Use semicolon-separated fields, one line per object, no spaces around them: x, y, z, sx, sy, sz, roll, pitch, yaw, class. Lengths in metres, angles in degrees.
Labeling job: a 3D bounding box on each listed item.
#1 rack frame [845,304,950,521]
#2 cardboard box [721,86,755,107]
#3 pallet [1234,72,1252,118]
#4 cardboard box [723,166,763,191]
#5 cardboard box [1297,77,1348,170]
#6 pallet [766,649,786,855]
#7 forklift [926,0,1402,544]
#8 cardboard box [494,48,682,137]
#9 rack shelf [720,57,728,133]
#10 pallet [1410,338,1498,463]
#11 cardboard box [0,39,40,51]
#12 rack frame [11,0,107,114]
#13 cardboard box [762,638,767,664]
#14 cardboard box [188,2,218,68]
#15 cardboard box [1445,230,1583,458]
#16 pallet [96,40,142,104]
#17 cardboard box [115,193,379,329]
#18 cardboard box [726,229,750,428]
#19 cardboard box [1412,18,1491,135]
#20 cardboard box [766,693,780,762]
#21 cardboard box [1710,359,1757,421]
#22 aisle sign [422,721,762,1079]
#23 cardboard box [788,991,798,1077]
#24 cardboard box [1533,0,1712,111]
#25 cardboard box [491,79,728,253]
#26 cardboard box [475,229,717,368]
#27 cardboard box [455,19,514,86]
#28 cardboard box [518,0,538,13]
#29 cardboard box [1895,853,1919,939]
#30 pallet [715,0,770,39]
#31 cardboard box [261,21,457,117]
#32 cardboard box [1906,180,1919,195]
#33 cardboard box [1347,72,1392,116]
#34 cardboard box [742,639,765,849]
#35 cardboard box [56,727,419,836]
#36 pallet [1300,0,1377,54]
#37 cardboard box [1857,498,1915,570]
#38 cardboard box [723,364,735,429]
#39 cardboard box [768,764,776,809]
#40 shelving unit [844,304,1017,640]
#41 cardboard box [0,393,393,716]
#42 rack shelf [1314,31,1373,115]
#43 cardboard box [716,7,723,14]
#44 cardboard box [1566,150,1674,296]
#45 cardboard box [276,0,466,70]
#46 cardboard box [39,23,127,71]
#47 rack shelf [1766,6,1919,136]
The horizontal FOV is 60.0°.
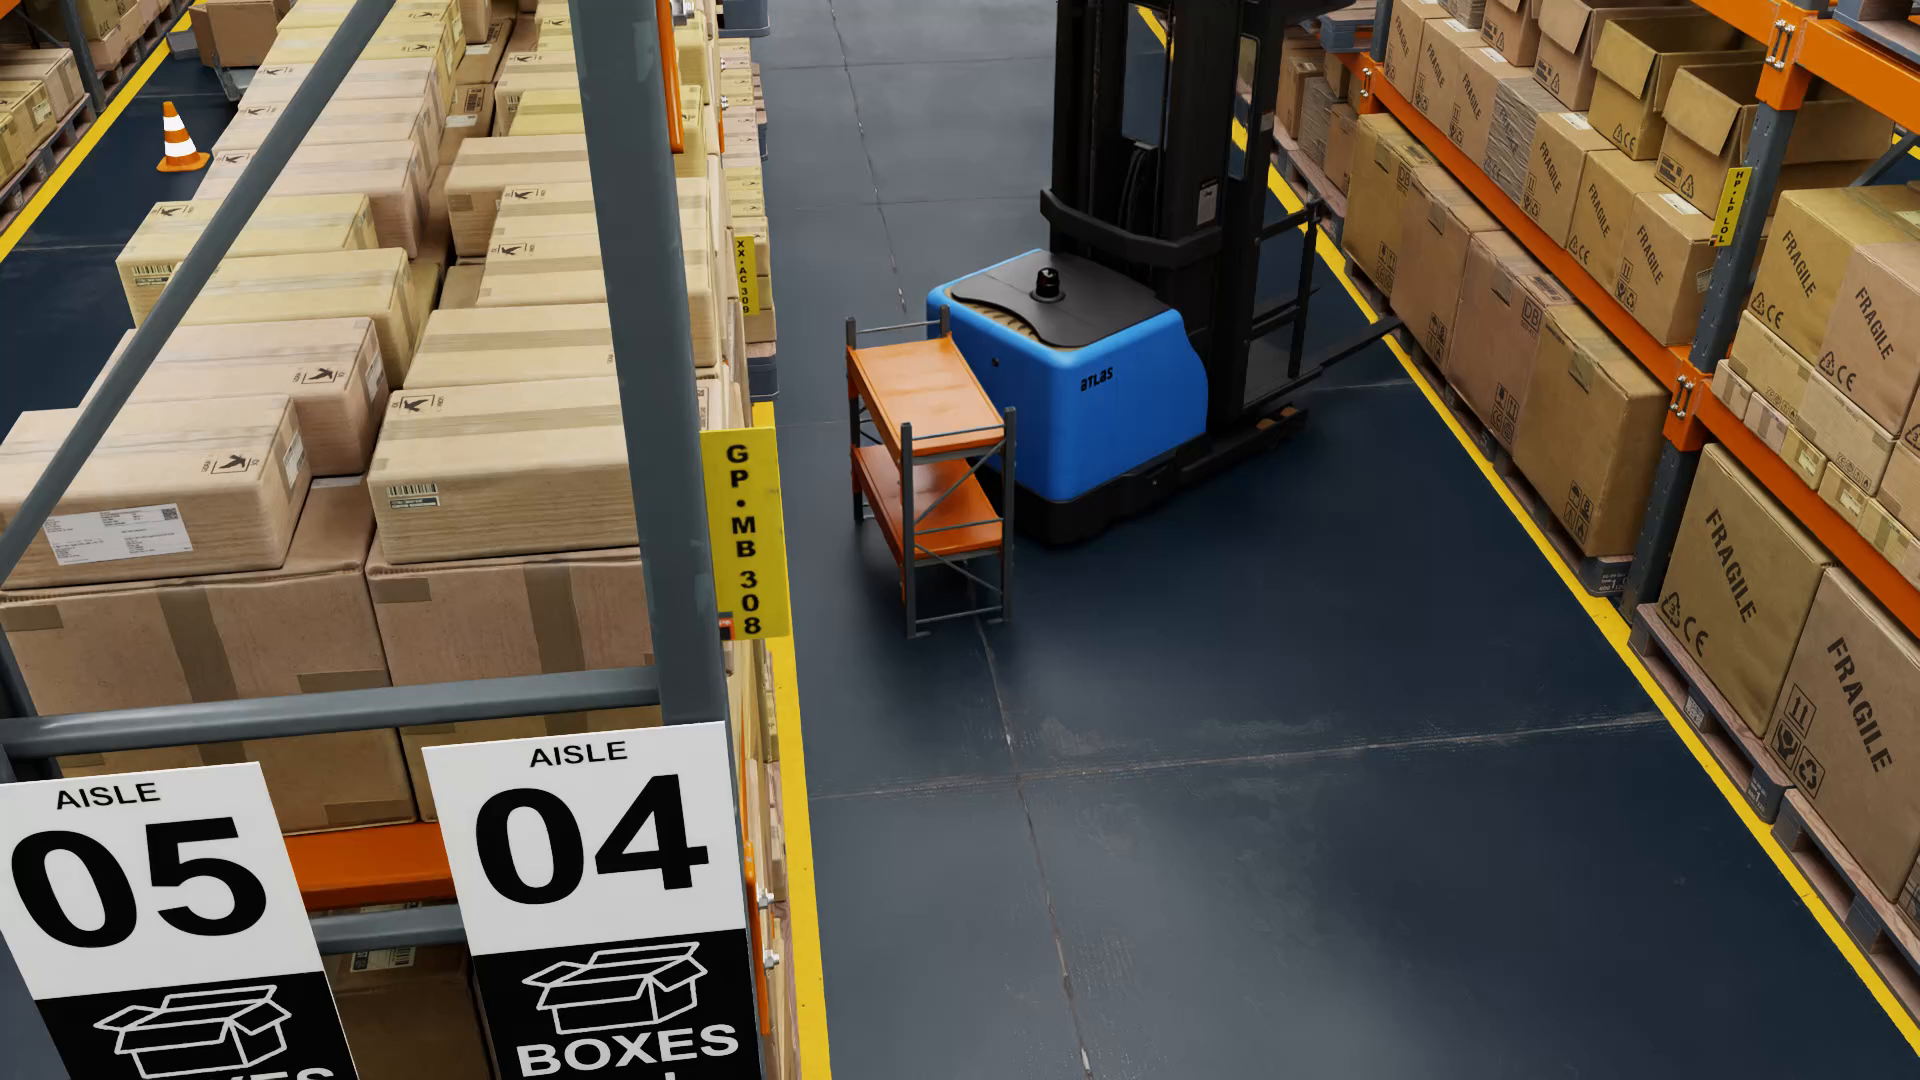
-0.293;-0.607;8.142;0.500;1.125;0.032;-9;35;-13;rack frame
-1.167;-2.034;7.893;0.380;0.149;0.250;-3;34;-5;cardboard box
2.604;-3.789;13.623;1.003;0.211;1.213;-4;35;-6;pallet
-1.027;-1.461;7.052;0.380;0.149;0.250;-4;34;-6;cardboard box
2.838;-2.974;11.779;0.700;0.500;0.500;-7;35;-10;cardboard box
-1.229;0.932;6.695;1.003;0.211;1.213;-4;35;-6;pallet
1.255;-1.895;8.428;3.031;2.935;1.130;-27;42;-33;forklift
-0.814;-0.976;3.690;0.380;0.149;0.250;-3;34;-5;cardboard box
-1.624;-2.651;7.451;1.077;0.370;4.000;-4;35;-6;rack shelf
3.228;-0.867;9.334;1.003;0.211;1.213;-4;35;-6;pallet
-7.668;-3.972;13.484;0.500;0.250;0.500;-3;34;-4;cardboard box
-7.322;-4.625;12.374;1.000;3.000;0.127;-4;35;-6;rack frame
-0.876;0.059;5.146;0.500;0.500;0.500;-5;35;-7;cardboard box
-6.118;-4.294;14.106;0.500;0.500;0.500;20;39;26;cardboard box
3.347;-1.061;8.658;1.225;0.875;0.875;-6;35;-8;cardboard box
-7.448;-3.845;13.705;1.003;0.211;1.213;-4;35;-6;pallet
-1.267;-0.500;2.992;0.380;0.149;0.250;-4;34;-6;cardboard box
-0.949;-0.640;5.285;0.500;0.500;0.500;-5;35;-8;cardboard box
2.903;-2.606;9.321;0.500;0.500;0.500;-5;35;-8;cardboard box
-0.895;0.739;6.396;0.380;0.149;0.250;-6;35;-8;cardboard box
3.284;-0.618;6.716;0.380;0.149;0.250;-4;35;-6;cardboard box
-0.510;0.583;2.422;0.394;0.787;0.004;-4;35;-6;aisle sign
-0.728;1.618;5.371;0.380;0.149;0.250;-6;35;-9;cardboard box
3.300;-2.453;8.206;0.797;0.503;0.637;-3;34;-5;cardboard box
-0.815;-0.865;3.882;0.500;0.250;0.500;-6;35;-8;cardboard box
-0.615;-0.408;2.856;0.380;0.149;0.250;-4;35;-6;cardboard box
-1.412;-1.130;4.270;0.500;0.250;0.500;-4;34;-6;cardboard box
-1.003;-1.552;4.536;0.380;0.149;0.250;-3;34;-5;cardboard box
3.824;1.166;5.389;0.875;0.875;0.875;-4;35;-6;cardboard box
-1.332;-2.107;6.181;1.213;0.211;1.003;-4;35;-6;pallet
-1.378;-1.079;3.841;0.380;0.149;0.250;-5;35;-8;cardboard box
3.900;-1.046;6.325;0.500;0.500;0.500;-3;34;-5;cardboard box
2.916;-2.974;11.114;0.500;0.250;0.500;-3;34;-4;cardboard box
-0.688;0.511;3.596;0.500;0.500;0.500;-3;34;-5;cardboard box
-1.140;0.228;2.721;0.500;0.250;0.500;-5;35;-7;cardboard box
2.834;-3.454;10.825;1.213;0.211;1.003;-4;35;-6;pallet
3.427;-0.035;5.860;0.380;0.149;0.250;-5;35;-7;cardboard box
-0.690;-0.102;3.206;0.500;0.250;0.500;-3;34;-5;cardboard box
-0.849;0.918;5.870;0.380;0.149;0.250;-6;35;-9;cardboard box
-0.150;-0.332;7.739;0.538;1.125;1.048;-9;35;-13;shelving unit
-1.131;0.018;2.586;0.500;0.250;0.500;-5;35;-8;cardboard box
2.767;-3.963;12.040;1.077;0.370;4.000;-4;35;-6;rack shelf
-1.341;-2.761;8.960;0.380;0.149;0.250;-5;35;-7;cardboard box
3.180;-1.470;7.655;0.500;0.500;0.500;-3;34;-5;cardboard box
-1.427;-1.224;4.053;0.380;0.149;0.250;-3;34;-4;cardboard box
-7.134;-4.012;13.543;0.500;0.250;0.500;-6;35;-9;cardboard box
3.843;-0.738;4.644;1.077;0.370;4.000;-4;35;-6;rack shelf
